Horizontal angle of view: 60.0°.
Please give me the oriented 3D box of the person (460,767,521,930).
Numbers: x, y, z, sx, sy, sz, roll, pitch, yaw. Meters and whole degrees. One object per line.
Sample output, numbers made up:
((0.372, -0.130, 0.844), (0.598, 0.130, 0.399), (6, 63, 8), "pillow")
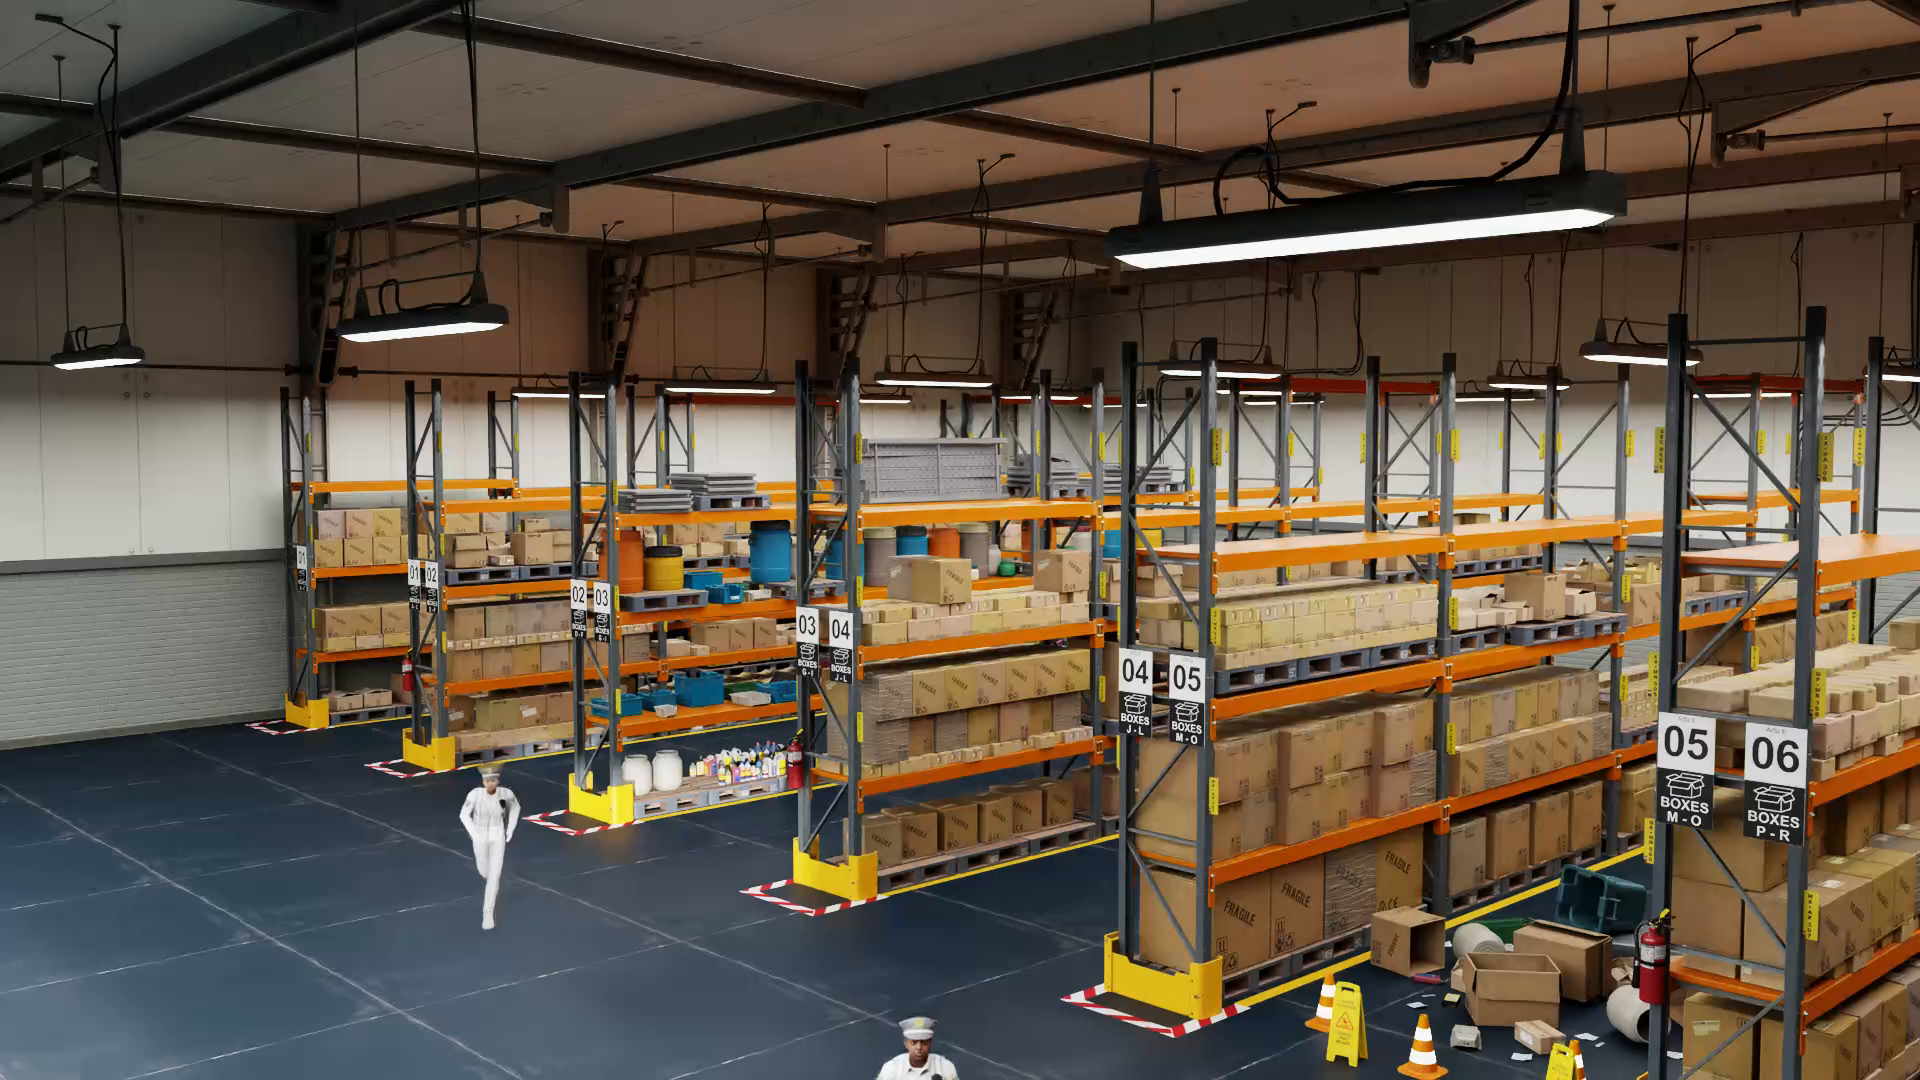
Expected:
((-5.021, 3.211, 17.807), (0.619, 1.680, 1.032), (-1, 4, -11), "person")

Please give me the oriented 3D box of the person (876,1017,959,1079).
((-0.265, 3.687, 10.139), (0.599, 1.663, 0.566), (0, 4, -1), "person")

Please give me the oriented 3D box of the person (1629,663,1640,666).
((10.681, 2.715, 26.043), (0.825, 1.644, 0.632), (-2, 4, -33), "person")
